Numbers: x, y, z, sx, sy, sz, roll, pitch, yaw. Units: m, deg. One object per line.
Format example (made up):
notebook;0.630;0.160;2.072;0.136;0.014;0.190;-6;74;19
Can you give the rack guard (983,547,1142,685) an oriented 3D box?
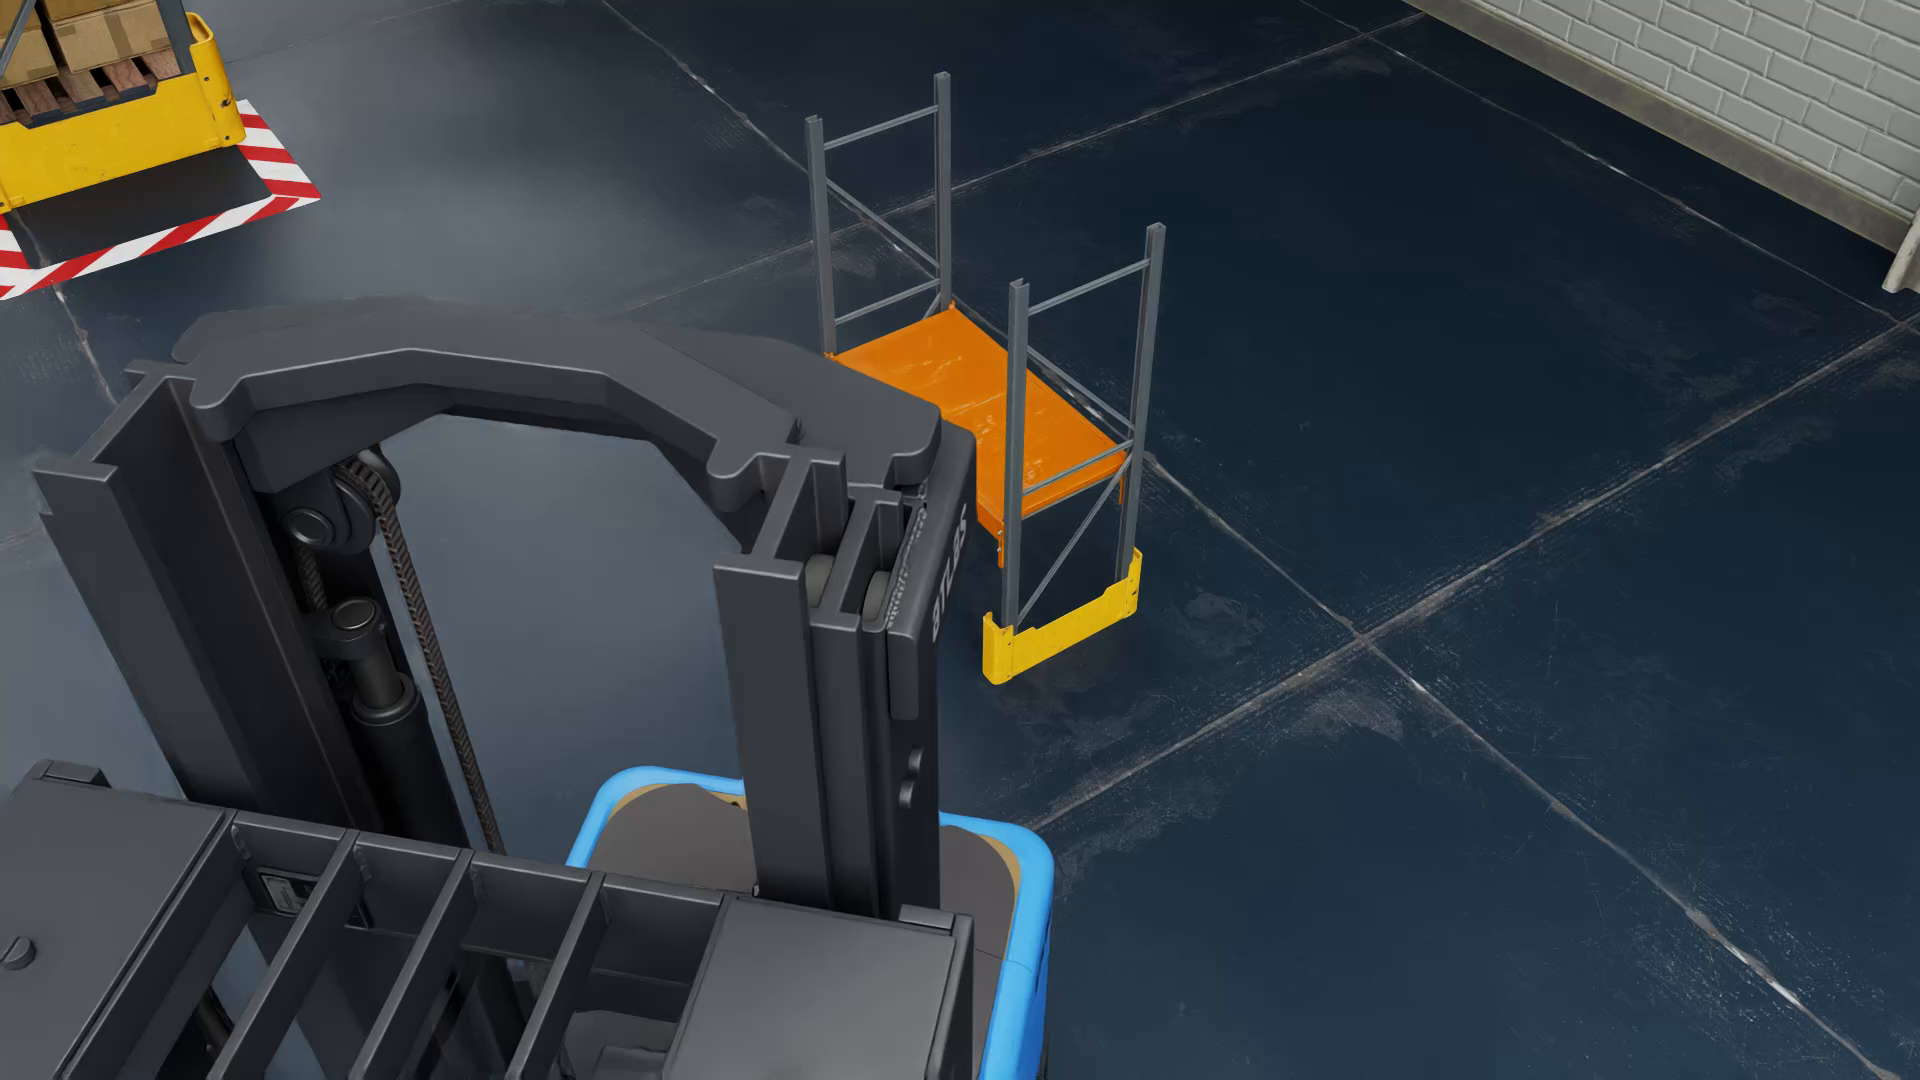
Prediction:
rack guard;0.329;0.235;5.323;0.587;0.250;0.087;-26;49;-24

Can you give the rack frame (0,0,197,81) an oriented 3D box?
rack frame;-3.816;-2.760;6.468;1.000;3.000;0.127;-26;49;-24

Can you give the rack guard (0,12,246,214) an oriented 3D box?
rack guard;-3.860;-1.898;7.377;1.175;0.500;0.348;-26;49;-24

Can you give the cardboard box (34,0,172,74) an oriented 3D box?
cardboard box;-4.051;-2.483;7.866;0.500;0.250;0.500;-26;49;-25

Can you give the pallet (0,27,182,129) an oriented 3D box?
pallet;-4.295;-2.268;7.973;1.003;0.211;1.213;-26;49;-24

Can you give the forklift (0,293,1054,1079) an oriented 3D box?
forklift;-0.575;1.269;2.298;1.130;2.935;3.031;8;44;8

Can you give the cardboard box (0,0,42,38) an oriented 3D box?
cardboard box;-4.488;-2.539;7.381;0.500;0.500;0.500;-25;49;-24

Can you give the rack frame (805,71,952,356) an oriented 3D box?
rack frame;-0.242;-0.782;5.483;0.500;1.500;0.032;-26;49;-24

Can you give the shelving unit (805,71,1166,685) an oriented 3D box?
shelving unit;0.044;-0.499;5.187;0.587;1.500;1.083;-26;49;-24

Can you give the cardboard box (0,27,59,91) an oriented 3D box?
cardboard box;-4.513;-2.282;7.655;0.500;0.250;0.500;-26;49;-25

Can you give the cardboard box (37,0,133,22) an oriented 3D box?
cardboard box;-4.065;-2.767;7.621;0.500;0.500;0.500;-27;50;-26

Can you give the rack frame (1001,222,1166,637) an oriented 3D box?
rack frame;0.340;-0.206;4.880;0.500;1.500;0.032;-26;49;-24

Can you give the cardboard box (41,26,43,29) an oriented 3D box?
cardboard box;-4.337;-2.775;8.172;0.500;0.250;0.500;-24;49;-23

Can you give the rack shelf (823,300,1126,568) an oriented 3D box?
rack shelf;0.049;-0.364;5.306;0.538;0.185;1.000;-26;49;-24
